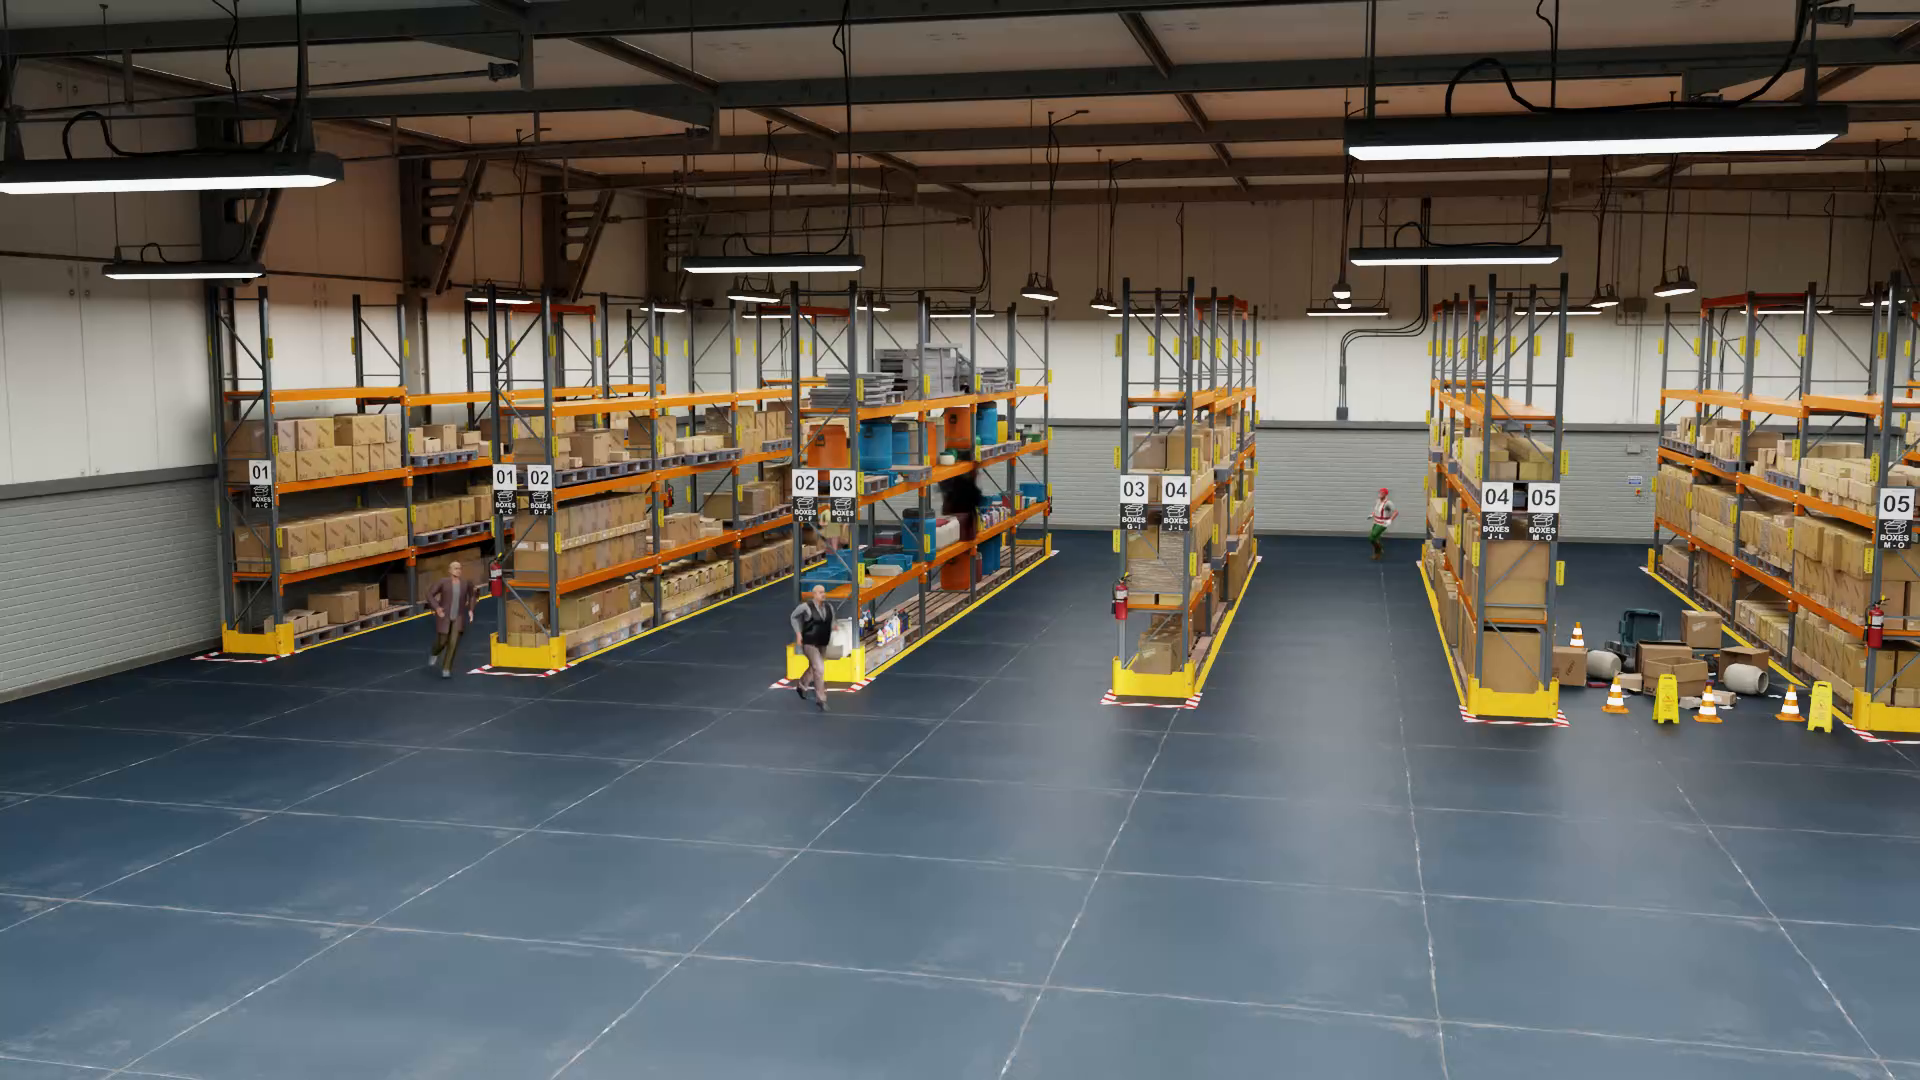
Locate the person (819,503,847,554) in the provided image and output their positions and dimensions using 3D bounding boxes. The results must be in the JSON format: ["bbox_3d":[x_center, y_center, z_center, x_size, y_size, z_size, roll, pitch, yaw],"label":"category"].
[{"bbox_3d":[-2.619,-0.015,34.132,0.545,1.733,0.664,1,7,12],"label":"person"}]

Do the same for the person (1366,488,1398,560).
[{"bbox_3d":[9.915,-0.373,39.251,0.608,1.733,0.721,-2,7,-19],"label":"person"}]

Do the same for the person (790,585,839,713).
[{"bbox_3d":[-2.030,1.490,23.270,0.915,1.759,0.590,6,9,44],"label":"person"}]

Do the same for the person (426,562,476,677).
[{"bbox_3d":[-7.806,1.203,25.654,0.771,1.719,0.827,-4,8,-29],"label":"person"}]
